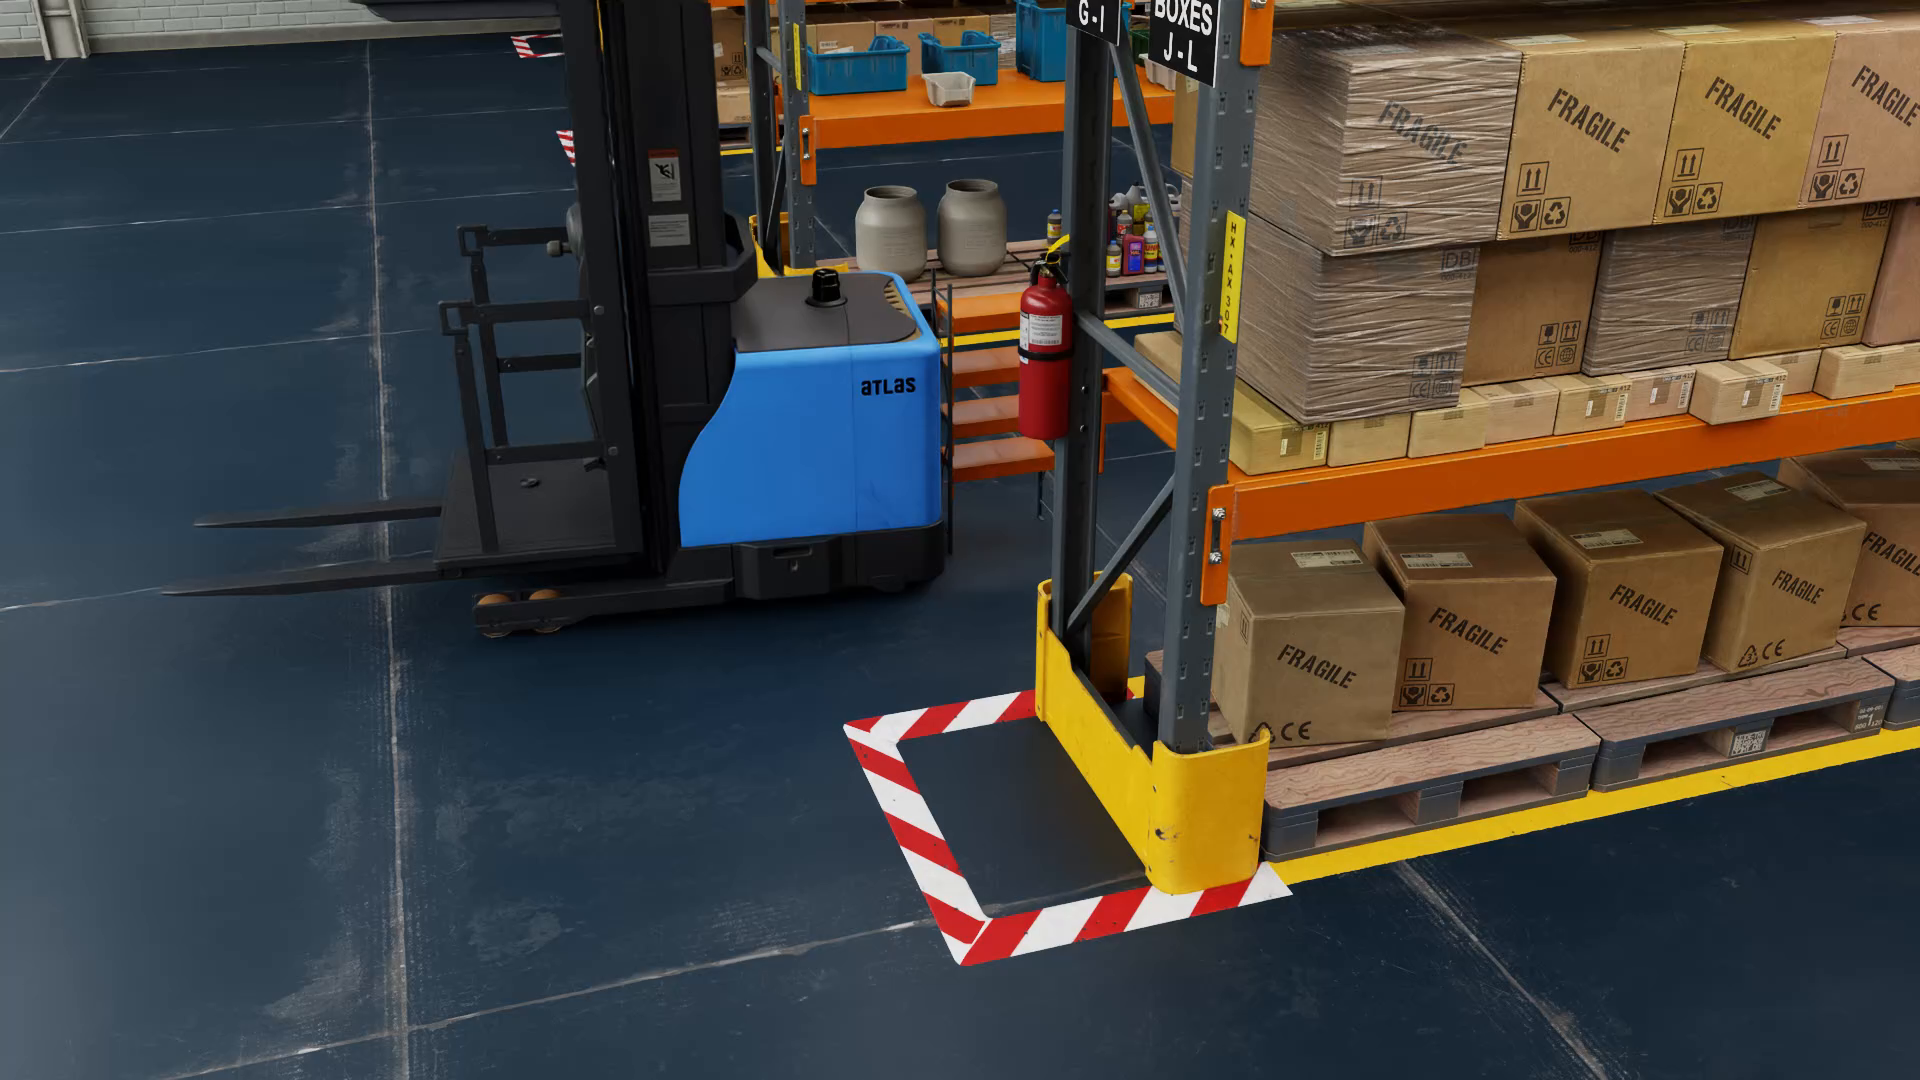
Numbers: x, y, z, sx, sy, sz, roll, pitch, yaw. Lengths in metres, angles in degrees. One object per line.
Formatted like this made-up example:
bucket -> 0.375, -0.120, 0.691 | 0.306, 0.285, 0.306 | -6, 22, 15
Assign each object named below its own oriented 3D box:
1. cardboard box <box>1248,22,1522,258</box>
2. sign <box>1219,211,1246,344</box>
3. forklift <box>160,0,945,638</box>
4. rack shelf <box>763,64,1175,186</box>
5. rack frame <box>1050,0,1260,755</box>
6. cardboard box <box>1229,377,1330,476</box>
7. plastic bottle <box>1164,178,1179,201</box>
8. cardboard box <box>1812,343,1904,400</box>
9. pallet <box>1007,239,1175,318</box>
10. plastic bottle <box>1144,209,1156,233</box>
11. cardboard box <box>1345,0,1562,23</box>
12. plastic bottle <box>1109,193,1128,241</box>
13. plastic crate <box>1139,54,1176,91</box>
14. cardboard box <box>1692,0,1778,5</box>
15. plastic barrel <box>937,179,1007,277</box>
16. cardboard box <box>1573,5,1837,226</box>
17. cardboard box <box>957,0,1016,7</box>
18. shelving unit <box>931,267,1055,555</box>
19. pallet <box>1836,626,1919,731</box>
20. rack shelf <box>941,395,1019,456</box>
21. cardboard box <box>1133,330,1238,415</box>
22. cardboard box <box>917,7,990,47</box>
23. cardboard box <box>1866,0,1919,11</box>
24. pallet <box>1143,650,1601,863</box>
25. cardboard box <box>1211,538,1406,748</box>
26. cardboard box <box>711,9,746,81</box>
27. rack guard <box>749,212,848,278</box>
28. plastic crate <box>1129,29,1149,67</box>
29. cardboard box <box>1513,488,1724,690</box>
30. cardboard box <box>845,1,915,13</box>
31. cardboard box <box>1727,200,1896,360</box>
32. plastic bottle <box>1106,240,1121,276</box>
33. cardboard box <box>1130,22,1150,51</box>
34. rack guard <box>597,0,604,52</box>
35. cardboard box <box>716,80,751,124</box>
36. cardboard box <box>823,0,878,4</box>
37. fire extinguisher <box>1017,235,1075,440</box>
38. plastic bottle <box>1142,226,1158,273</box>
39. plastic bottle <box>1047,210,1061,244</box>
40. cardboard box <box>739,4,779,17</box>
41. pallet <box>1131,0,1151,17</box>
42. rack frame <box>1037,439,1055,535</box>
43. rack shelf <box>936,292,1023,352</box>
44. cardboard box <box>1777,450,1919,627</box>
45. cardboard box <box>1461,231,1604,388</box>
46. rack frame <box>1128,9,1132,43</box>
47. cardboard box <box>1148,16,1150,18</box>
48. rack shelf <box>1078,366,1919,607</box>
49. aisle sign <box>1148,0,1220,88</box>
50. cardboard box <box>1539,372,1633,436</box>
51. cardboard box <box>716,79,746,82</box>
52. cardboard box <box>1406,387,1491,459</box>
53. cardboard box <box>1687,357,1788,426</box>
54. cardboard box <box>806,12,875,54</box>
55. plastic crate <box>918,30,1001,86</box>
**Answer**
cardboard box -> 1.134, -1.101, 4.522 | 0.500, 0.500, 0.500 | -8, 28, -16
sign -> 0.694, -0.673, 4.258 | 0.005, 0.325, 0.100 | -8, 28, -16
forklift -> -1.632, -1.188, 6.347 | 3.031, 2.935, 1.130 | -5, 27, -10
rack shelf -> 0.894, -2.562, 9.845 | 4.000, 0.370, 1.077 | -8, 28, -16
rack frame -> 0.526, -0.514, 4.912 | 0.127, 3.000, 1.000 | -8, 28, -16
cardboard box -> 0.871, -0.340, 4.844 | 0.250, 0.149, 0.380 | -8, 28, -16
plastic bottle -> 1.316, -2.150, 10.691 | 0.185, 0.351, 0.144 | -8, 28, -17
cardboard box -> 2.785, -0.598, 5.364 | 0.250, 0.149, 0.380 | -8, 28, -16
pallet -> 0.982, -1.666, 10.368 | 1.213, 0.211, 1.003 | -8, 28, -16
plastic bottle -> 1.218, -2.012, 10.582 | 0.097, 0.201, 0.097 | 0, 26, 0
cardboard box -> 1.446, -1.392, 5.108 | 0.500, 0.500, 0.500 | -8, 28, -16
plastic bottle -> 0.983, -2.066, 10.606 | 0.135, 0.276, 0.152 | -9, 28, -18
plastic crate -> 1.330, -2.710, 9.633 | 0.437, 0.136, 0.530 | -8, 28, -16
cardboard box -> 2.401, -1.525, 5.377 | 0.500, 0.500, 0.500 | -8, 28, -16
plastic barrel -> 0.071, -1.874, 9.977 | 0.421, 0.512, 0.421 | 0, 26, 0
cardboard box -> 2.086, -1.236, 4.795 | 0.500, 0.500, 0.500 | -8, 28, -16
cardboard box -> 0.255, -4.543, 14.804 | 0.500, 0.500, 0.500 | -8, 28, -16
shelving unit -> 0.157, -0.560, 7.029 | 0.503, 1.200, 0.258 | -8, 28, -16
pallet -> 3.702, 0.291, 6.426 | 1.213, 0.211, 1.003 | -8, 28, -16
rack shelf -> 0.157, -0.500, 7.059 | 0.480, 0.148, 0.258 | -8, 28, -16
cardboard box -> 0.733, -0.528, 5.223 | 0.250, 0.149, 0.380 | -8, 28, -16
cardboard box -> -0.061, -4.256, 14.226 | 0.500, 0.500, 0.500 | -8, 28, -16
cardboard box -> 3.036, -1.375, 5.074 | 0.500, 0.500, 0.500 | -8, 28, -16
pallet -> 1.382, 0.627, 5.749 | 1.213, 0.211, 1.003 | -8, 28, -16
cardboard box -> 1.125, 0.338, 5.534 | 0.500, 0.500, 0.500 | -3, 27, -7
cardboard box -> -2.120, -4.195, 14.104 | 0.500, 0.500, 0.500 | -8, 28, -16
rack guard -> -0.950, -1.519, 9.748 | 0.348, 0.500, 1.175 | -8, 28, -16
plastic crate -> 1.418, -2.997, 10.151 | 0.662, 0.188, 0.450 | -8, 28, -16
cardboard box -> 2.284, 0.163, 5.886 | 0.500, 0.500, 0.500 | -6, 27, -11
cardboard box -> -0.698, -4.407, 14.531 | 0.500, 0.500, 0.500 | -8, 28, -16
cardboard box -> 2.464, -0.990, 5.425 | 0.500, 0.500, 0.875 | -8, 28, -16
plastic bottle -> 0.911, -1.684, 9.921 | 0.097, 0.201, 0.097 | 0, 26, 0
cardboard box -> 1.736, -4.413, 14.756 | 0.500, 0.311, 0.500 | -8, 28, -16
rack guard -> -4.003, -5.688, 18.145 | 0.348, 0.500, 1.175 | -8, 28, -16
cardboard box -> -1.959, -3.640, 13.828 | 0.500, 0.250, 0.500 | -8, 28, -16
cardboard box -> -1.247, -6.266, 18.814 | 0.500, 0.500, 0.500 | -10, 28, -20
fire extinguisher -> 0.275, -0.659, 5.290 | 0.183, 0.674, 0.296 | -8, 28, -16
plastic bottle -> 1.139, -1.748, 9.972 | 0.097, 0.271, 0.097 | 0, 26, 0
plastic bottle -> 0.603, -1.990, 10.538 | 0.097, 0.201, 0.097 | 0, 26, 0
cardboard box -> -2.135, -6.090, 18.461 | 0.500, 0.500, 0.700 | -10, 28, -19
pallet -> 1.630, -6.376, 19.857 | 1.213, 0.211, 1.003 | -8, 28, -16
rack frame -> 0.389, -0.594, 7.097 | 0.015, 1.200, 0.240 | -8, 28, -16
rack shelf -> 0.157, -0.912, 6.854 | 0.480, 0.148, 0.258 | -8, 28, -16
cardboard box -> 3.395, -0.013, 6.242 | 0.500, 0.500, 0.500 | 0, 26, 0
cardboard box -> 1.496, -0.876, 5.194 | 0.500, 0.500, 0.875 | -8, 28, -16
rack frame -> 1.265, -5.254, 14.460 | 0.127, 3.000, 1.000 | -8, 28, -16
cardboard box -> 2.055, -4.713, 15.359 | 0.500, 0.311, 0.500 | -7, 27, -15
rack shelf -> 2.428, -0.467, 5.627 | 4.000, 0.370, 1.077 | -8, 28, -16
aisle sign -> 0.560, -1.543, 4.062 | 0.004, 0.787, 0.394 | -8, 28, -16
cardboard box -> 1.828, -0.469, 5.104 | 0.250, 0.149, 0.380 | -8, 28, -16
cardboard box -> -2.119, -3.858, 14.269 | 0.500, 0.250, 0.500 | -8, 28, -16
cardboard box -> 1.357, -0.395, 4.954 | 0.250, 0.149, 0.380 | -8, 28, -16
cardboard box -> 2.327, -0.506, 5.178 | 0.250, 0.149, 0.380 | -8, 28, -16
cardboard box -> -1.013, -4.119, 13.951 | 0.500, 0.500, 0.500 | -8, 28, -16
plastic crate -> -0.005, -2.824, 9.733 | 0.408, 0.251, 0.499 | -8, 28, -16
